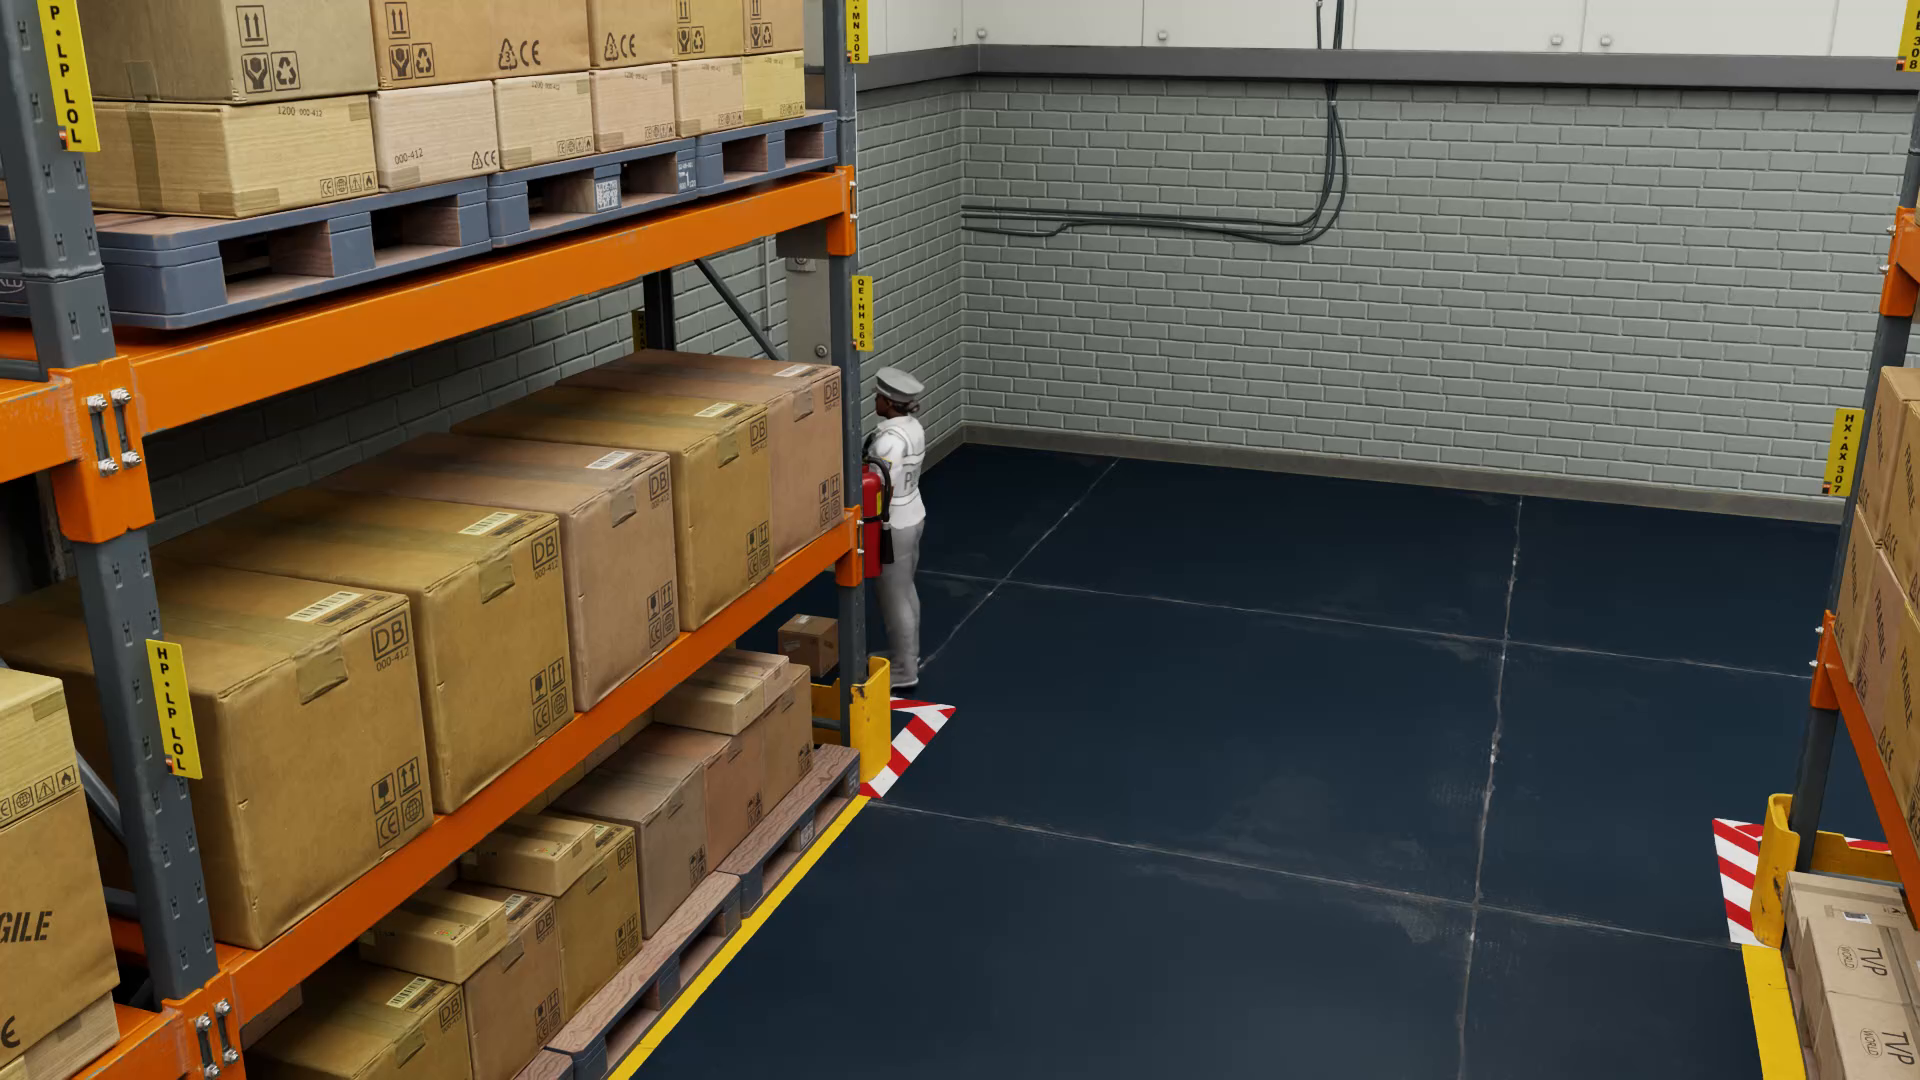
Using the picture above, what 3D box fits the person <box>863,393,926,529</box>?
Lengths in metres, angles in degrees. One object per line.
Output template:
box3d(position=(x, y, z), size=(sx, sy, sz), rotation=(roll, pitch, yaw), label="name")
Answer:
box3d(position=(-0.351, -0.370, 8.576), size=(0.333, 0.991, 0.447), rotation=(5, 19, 13), label="person")
